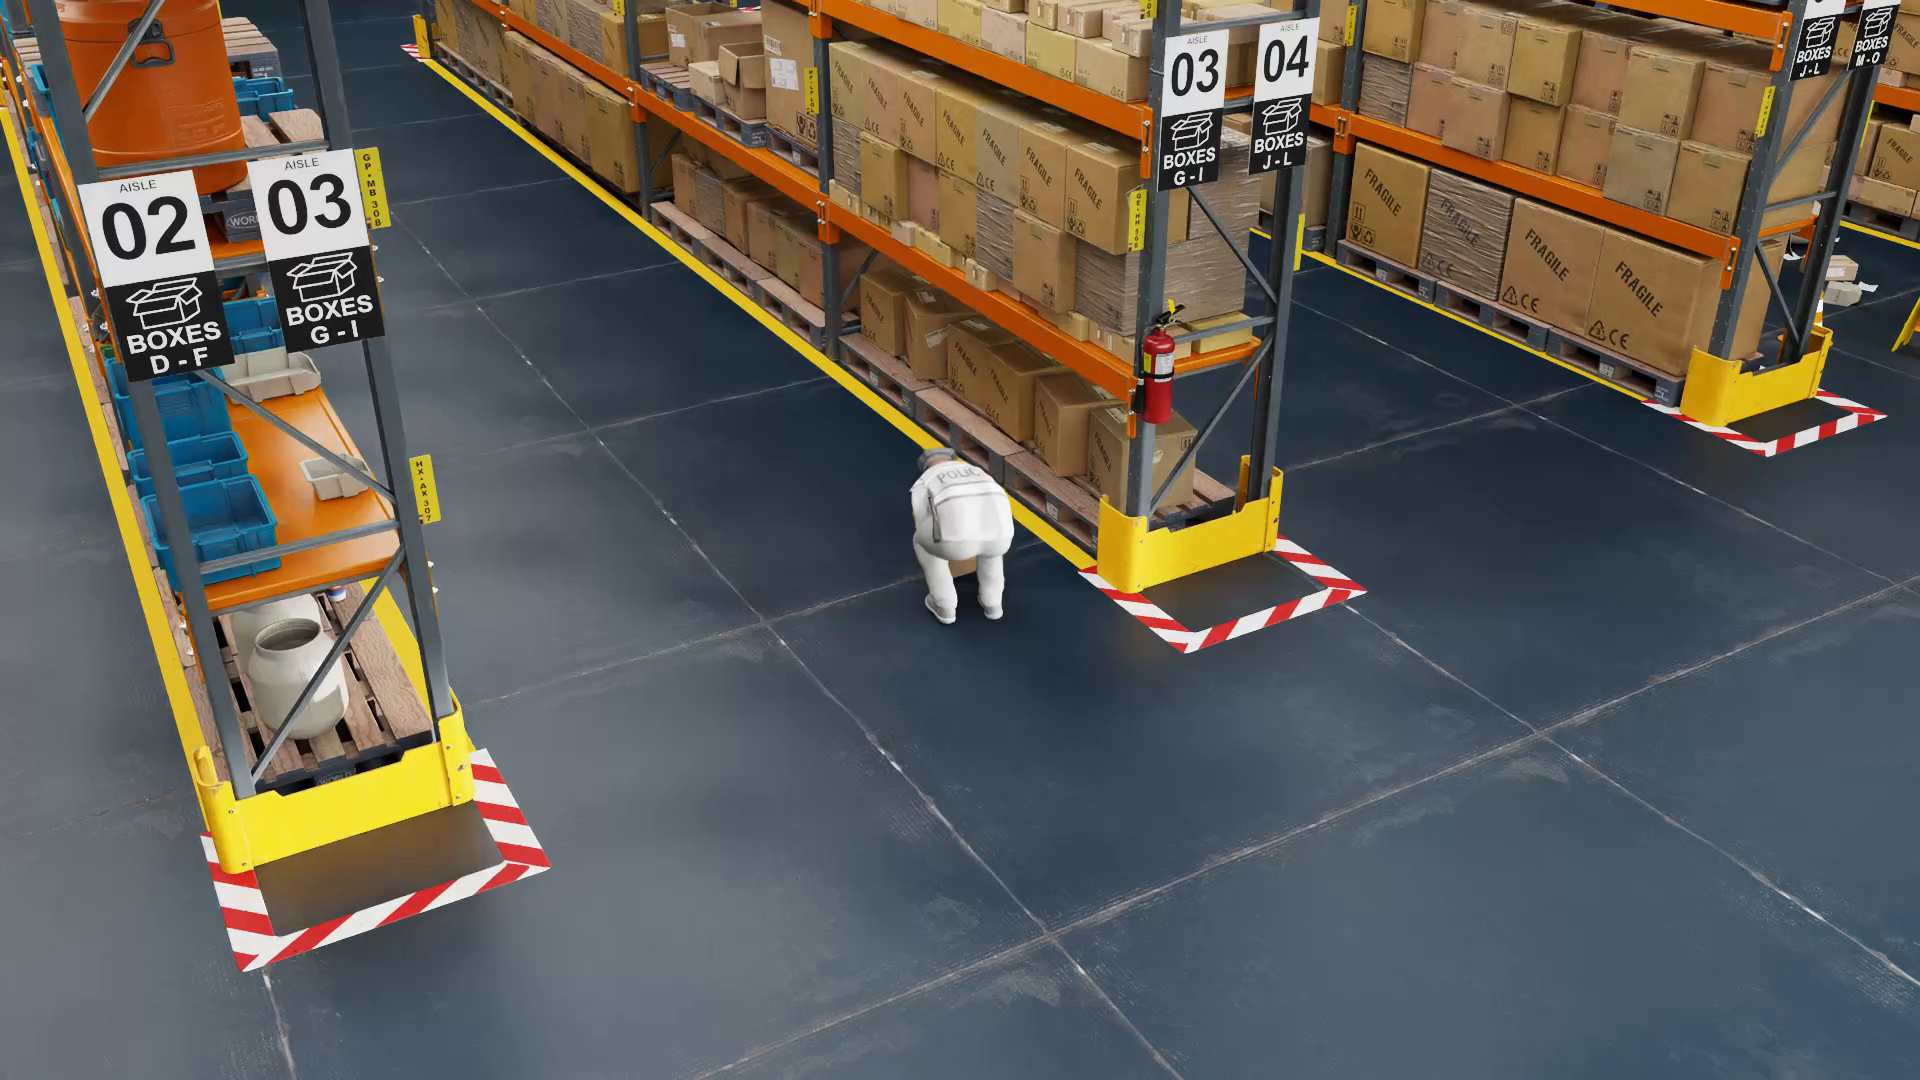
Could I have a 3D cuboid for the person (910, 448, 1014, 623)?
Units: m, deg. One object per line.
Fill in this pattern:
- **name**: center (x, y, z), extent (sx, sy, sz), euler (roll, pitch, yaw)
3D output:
- **person**: center (-0.010, -0.040, 9.595), extent (0.537, 0.862, 1.031), euler (-6, 29, -11)
